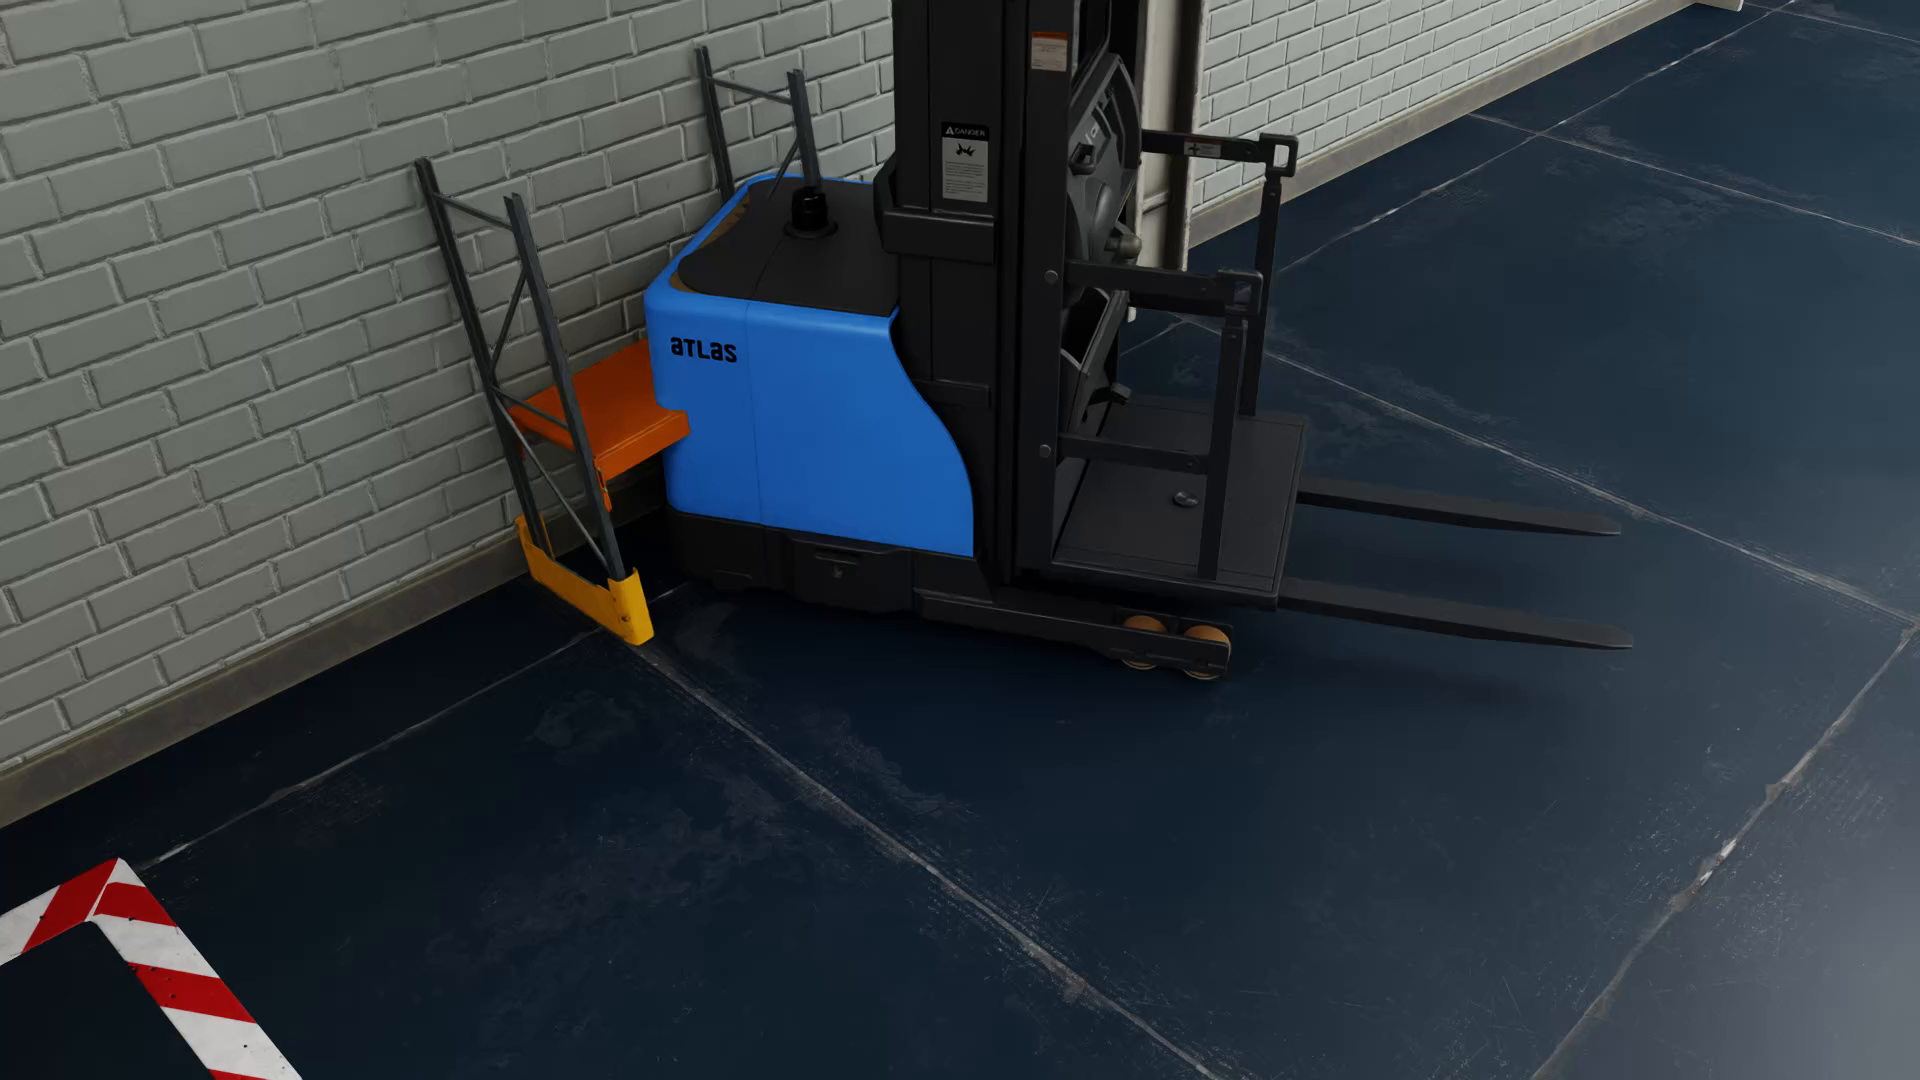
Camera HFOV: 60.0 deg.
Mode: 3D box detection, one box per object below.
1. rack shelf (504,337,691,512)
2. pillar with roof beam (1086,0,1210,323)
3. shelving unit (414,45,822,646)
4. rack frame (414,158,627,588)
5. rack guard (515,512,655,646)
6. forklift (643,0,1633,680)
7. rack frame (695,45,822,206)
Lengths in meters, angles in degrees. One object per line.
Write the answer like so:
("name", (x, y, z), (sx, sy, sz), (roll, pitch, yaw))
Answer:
("rack shelf", (-0.912, -0.486, 5.378), (0.538, 0.185, 1.000), (25, 47, 37))
("pillar with roof beam", (3.798, -3.021, 2.216), (9.100, 9.000, 0.400), (30, 45, 35))
("shelving unit", (-0.936, -0.627, 5.269), (0.587, 1.500, 1.083), (25, 47, 37))
("rack frame", (-1.278, -0.387, 4.995), (0.500, 1.500, 0.032), (25, 47, 37))
("rack guard", (-1.213, 0.117, 5.358), (0.587, 0.250, 0.087), (25, 47, 37))
("forklift", (0.609, -1.110, 4.779), (3.031, 2.935, 1.130), (9, 36, 12))
("rack frame", (-0.582, -0.875, 5.552), (0.500, 1.500, 0.032), (25, 47, 37))
